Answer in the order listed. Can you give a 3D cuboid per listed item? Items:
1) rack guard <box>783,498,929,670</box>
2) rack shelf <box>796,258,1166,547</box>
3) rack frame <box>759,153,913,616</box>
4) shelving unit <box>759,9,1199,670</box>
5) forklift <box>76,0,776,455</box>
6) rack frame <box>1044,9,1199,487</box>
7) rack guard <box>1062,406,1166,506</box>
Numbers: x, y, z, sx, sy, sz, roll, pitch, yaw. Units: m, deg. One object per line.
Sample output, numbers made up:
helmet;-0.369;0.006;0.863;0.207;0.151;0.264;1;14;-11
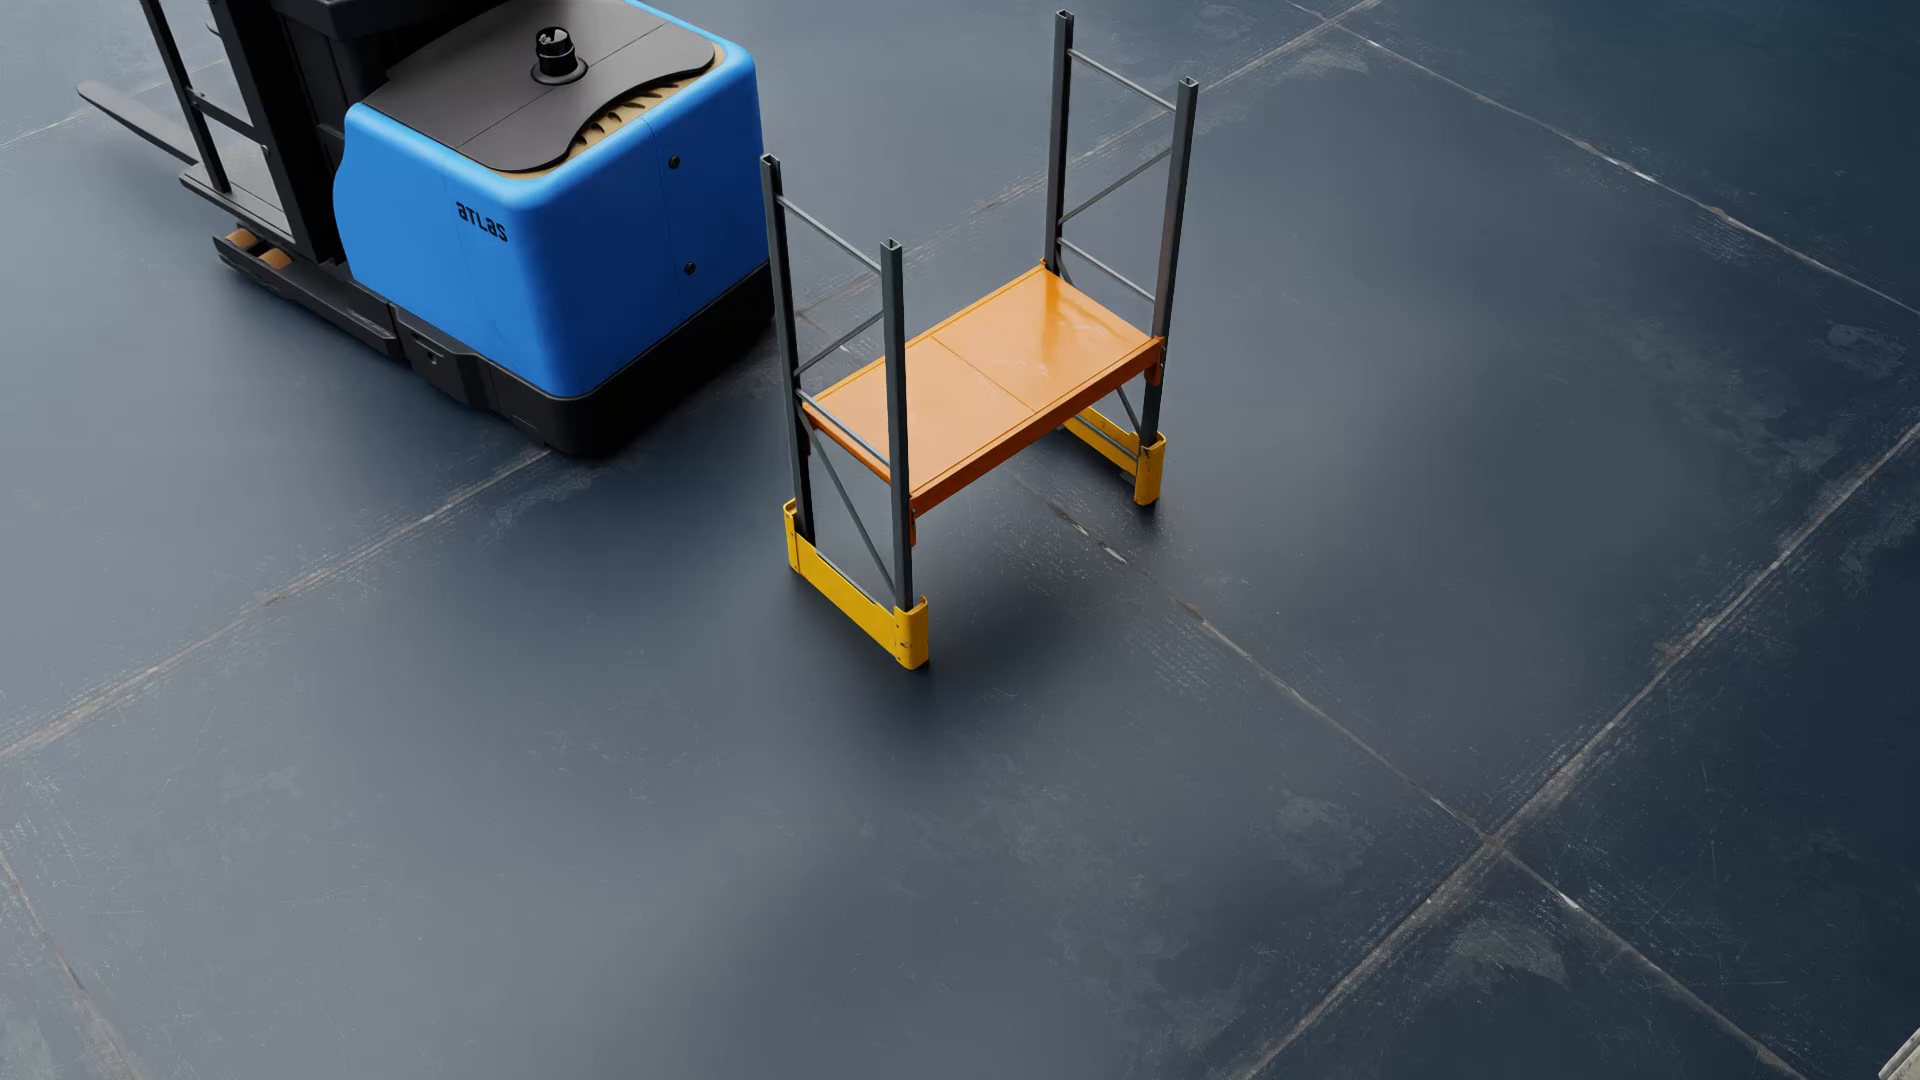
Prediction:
rack guard;-0.312;0.124;4.966;0.087;0.250;0.587;-34;56;-27
rack shelf;0.063;-0.429;4.870;1.000;0.185;0.538;-34;56;-27
rack frame;-0.313;-0.299;4.506;0.032;1.500;0.500;-34;56;-27
shelving unit;0.056;-0.546;4.734;1.083;1.500;0.587;-34;56;-27
forklift;-2.110;-2.169;5.257;3.031;2.935;1.130;29;54;24
rack frame;0.439;-0.802;4.970;0.032;1.500;0.500;-34;56;-27
rack guard;0.425;-0.369;5.420;0.087;0.250;0.587;-34;56;-27
